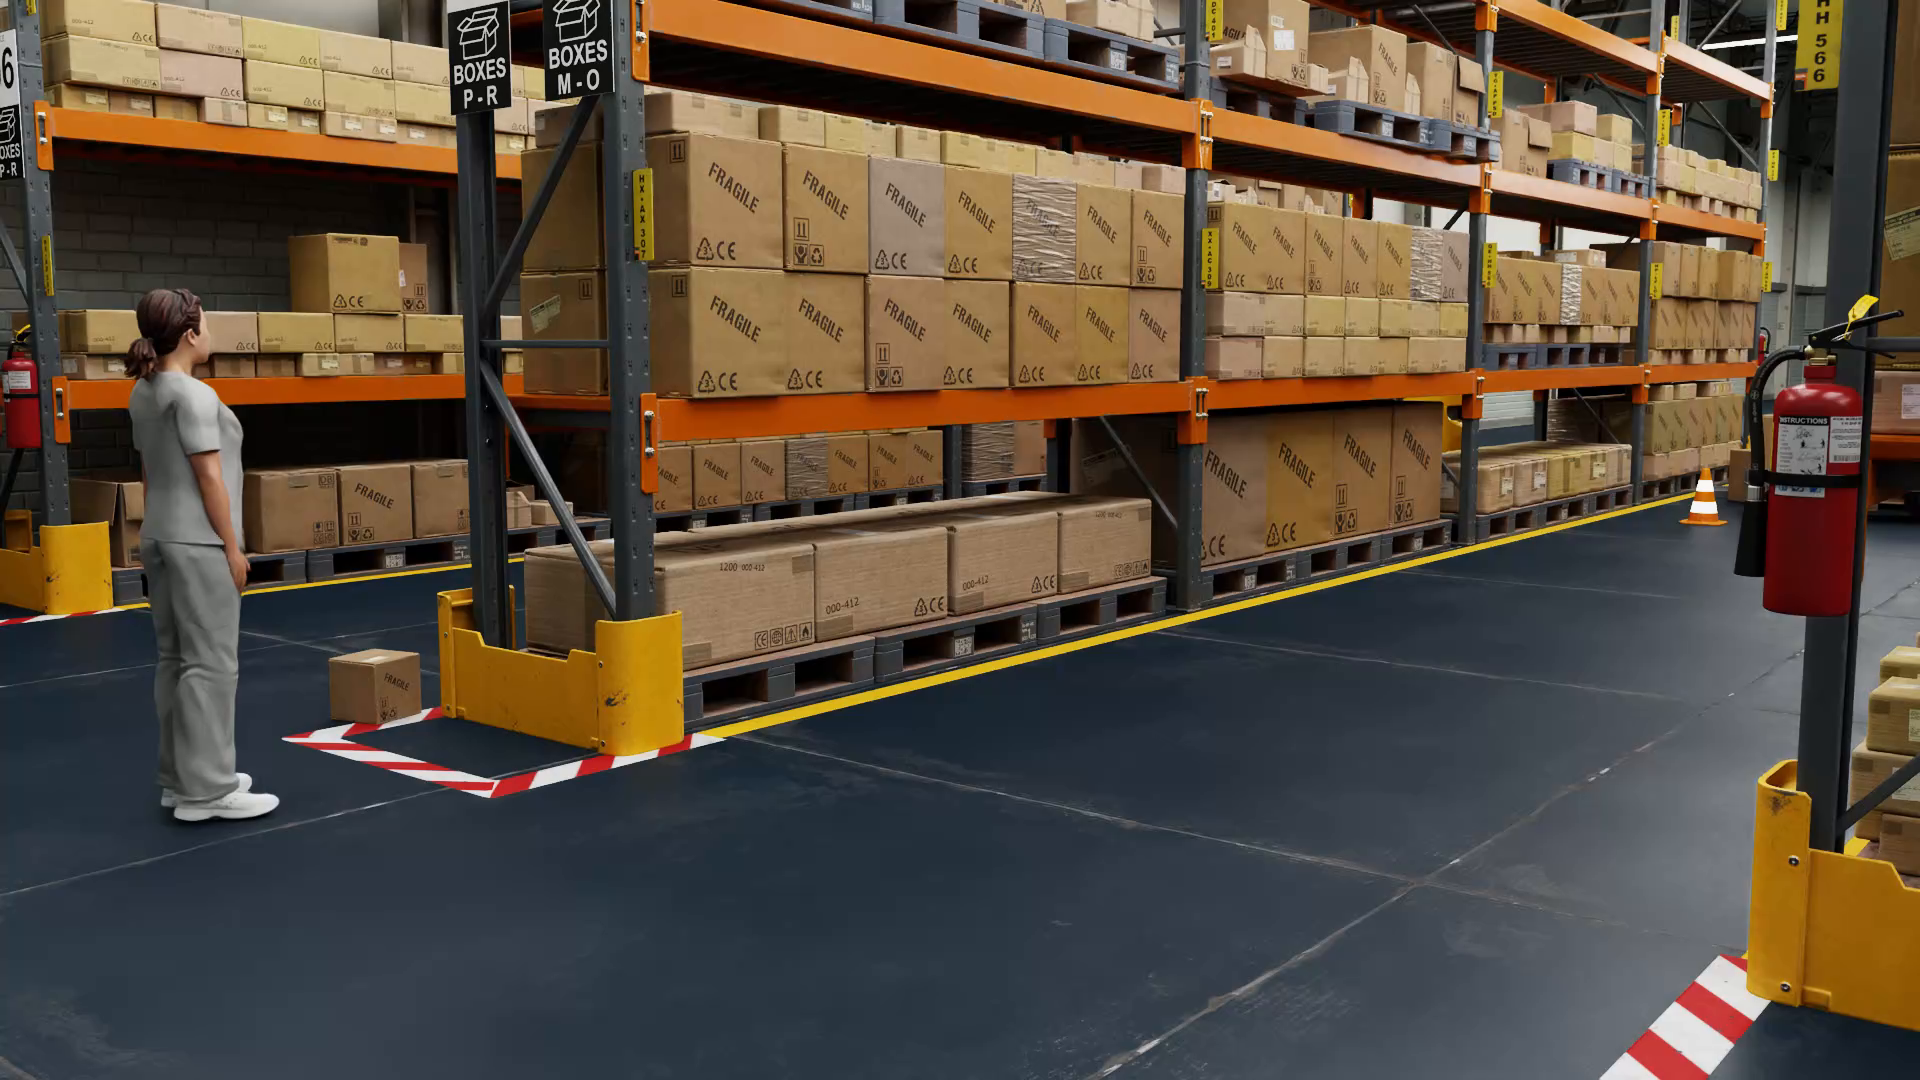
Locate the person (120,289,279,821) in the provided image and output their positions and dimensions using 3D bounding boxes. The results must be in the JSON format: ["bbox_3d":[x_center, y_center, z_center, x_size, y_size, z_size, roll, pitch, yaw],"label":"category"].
[{"bbox_3d":[-2.443,0.043,5.321,0.453,1.676,0.390,6,9,39],"label":"person"}]
